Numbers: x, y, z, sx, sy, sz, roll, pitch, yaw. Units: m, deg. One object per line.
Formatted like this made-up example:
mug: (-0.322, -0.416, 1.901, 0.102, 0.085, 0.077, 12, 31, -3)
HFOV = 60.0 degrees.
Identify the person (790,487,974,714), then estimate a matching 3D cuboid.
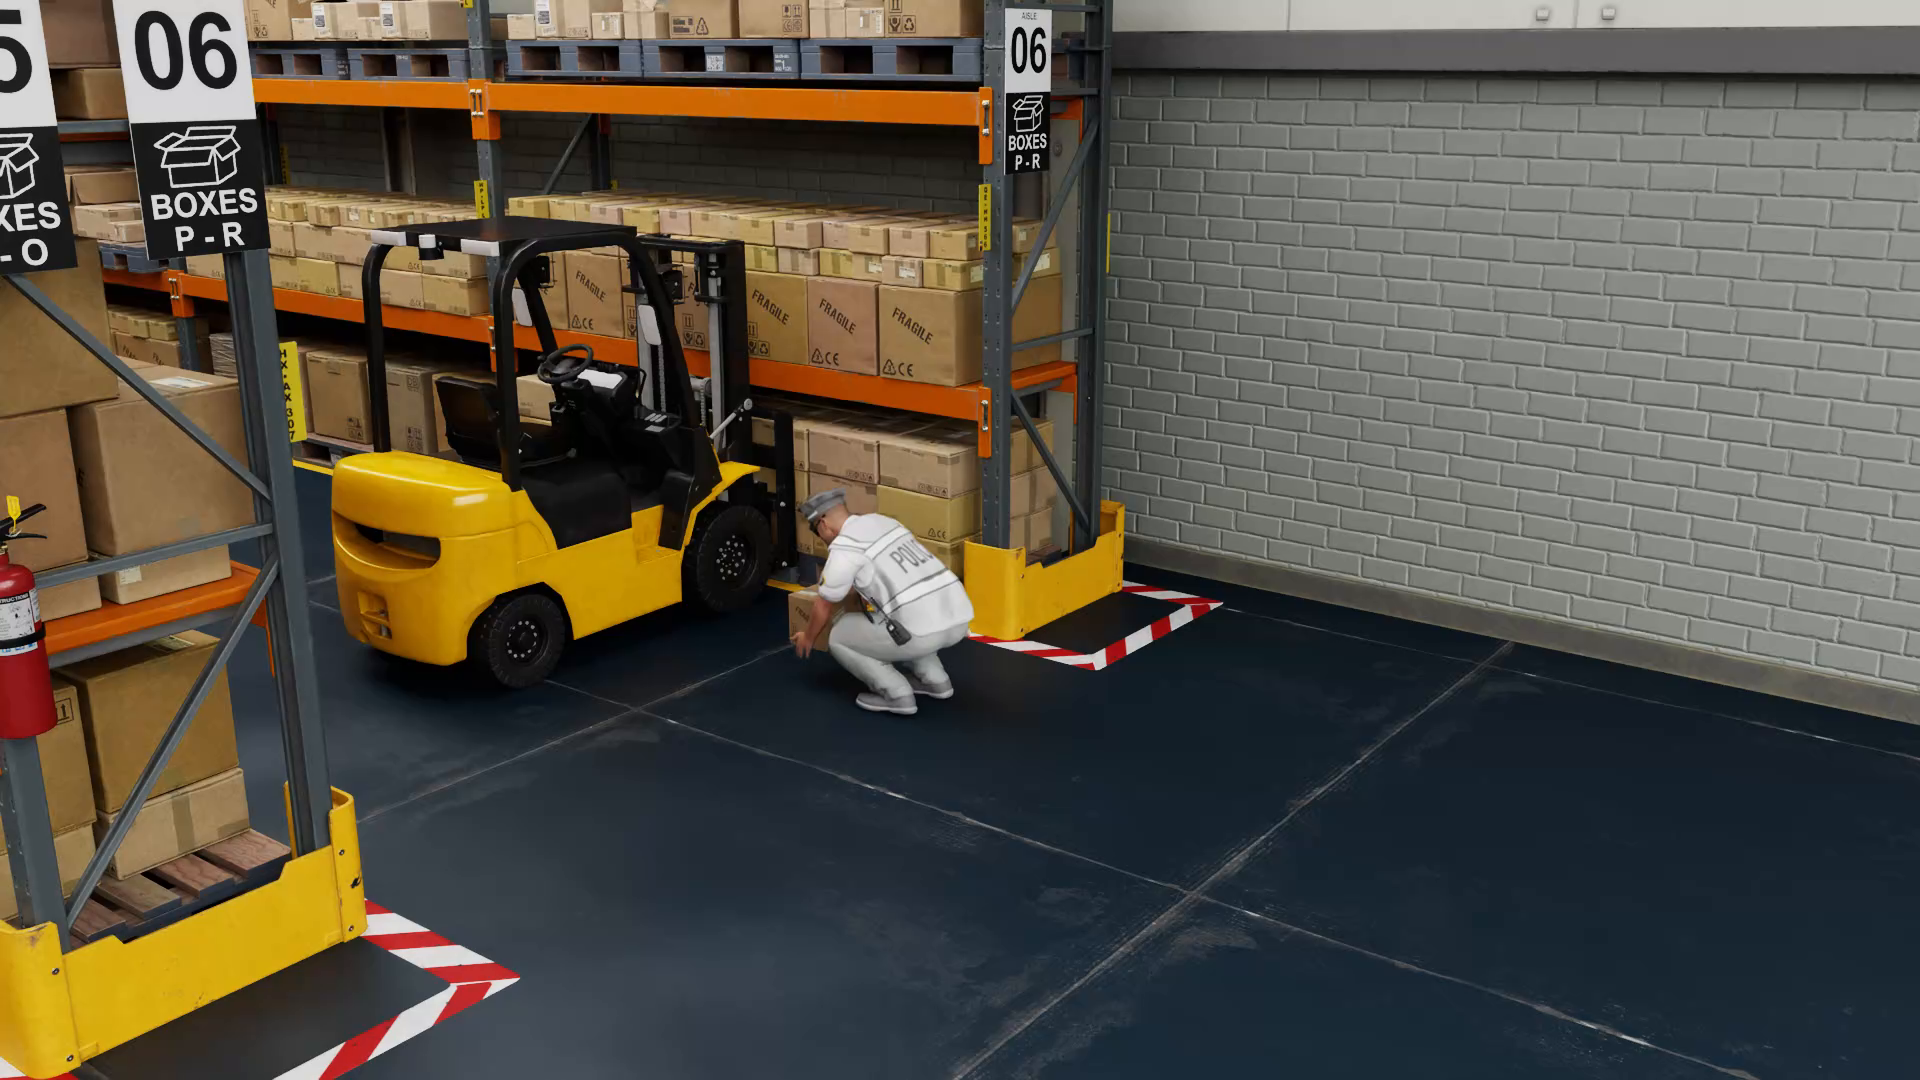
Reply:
person: (-0.383, 0.270, 7.934, 0.914, 1.020, 0.543, 12, 20, 34)
